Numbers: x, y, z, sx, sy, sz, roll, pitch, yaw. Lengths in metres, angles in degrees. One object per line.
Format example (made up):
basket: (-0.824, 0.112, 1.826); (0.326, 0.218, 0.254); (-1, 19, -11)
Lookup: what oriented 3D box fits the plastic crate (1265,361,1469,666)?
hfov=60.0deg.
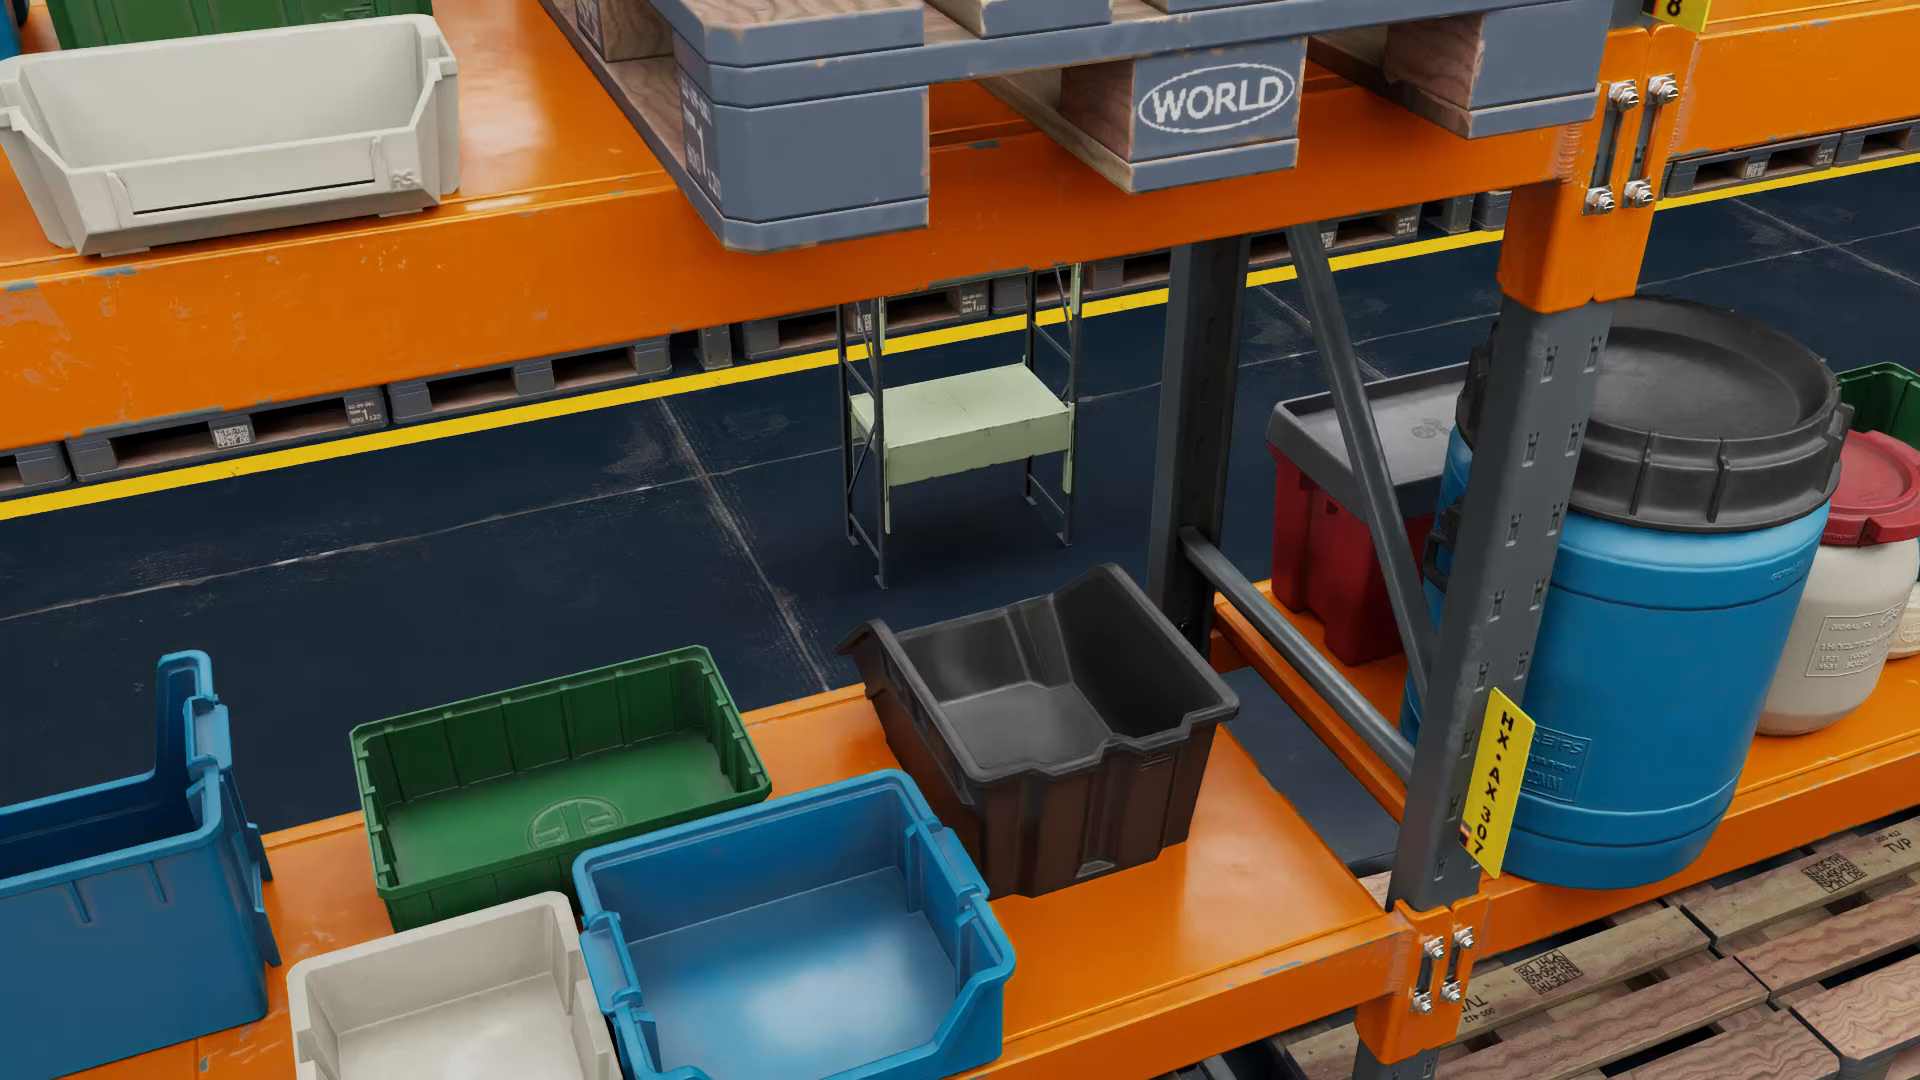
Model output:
plastic crate: (0.977, -0.056, 3.527); (0.583, 0.464, 0.402); (-13, 35, -19)

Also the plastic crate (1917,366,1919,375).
plastic crate: (2.728, -0.457, 4.144); (0.583, 0.464, 0.402); (-13, 35, -19)

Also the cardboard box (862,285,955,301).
cardboard box: (-0.326, -1.356, 7.720); (0.500, 0.250, 0.500); (-12, 35, -18)

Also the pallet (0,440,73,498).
pallet: (-4.265, -0.434, 6.723); (1.213, 0.211, 1.003); (-13, 35, -19)

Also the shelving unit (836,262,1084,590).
shelving unit: (-0.006, -0.627, 5.839); (0.755, 1.500, 0.431); (-13, 35, -19)

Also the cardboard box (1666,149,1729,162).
cardboard box: (3.898, -2.415, 9.100); (0.500, 0.500, 0.500); (-13, 35, -20)

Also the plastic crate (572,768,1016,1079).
plastic crate: (-0.267, 0.659, 2.623); (0.616, 0.251, 0.499); (-13, 35, -19)

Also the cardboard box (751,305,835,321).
cardboard box: (-0.798, -1.249, 7.555); (0.500, 0.250, 0.500); (-14, 35, -20)

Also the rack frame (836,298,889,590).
rack frame: (-0.344, -0.550, 5.720); (0.023, 1.500, 0.400); (-13, 35, -19)

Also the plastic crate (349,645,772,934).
plastic crate: (-0.712, 0.460, 2.987); (0.662, 0.188, 0.450); (-13, 35, -19)

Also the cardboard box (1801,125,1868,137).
cardboard box: (4.845, -2.636, 9.440); (0.500, 0.500, 0.500); (-12, 35, -18)

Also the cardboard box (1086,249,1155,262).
cardboard box: (0.620, -1.574, 8.055); (0.500, 0.250, 0.500); (-12, 35, -18)

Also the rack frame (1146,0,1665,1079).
rack frame: (0.649, 0.227, 3.151); (0.127, 3.000, 1.000); (-13, 35, -19)

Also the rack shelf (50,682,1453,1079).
rack shelf: (-1.195, 0.951, 2.698); (4.000, 0.370, 1.077); (-13, 35, -19)

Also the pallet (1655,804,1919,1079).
pallet: (2.484, 0.951, 4.595); (1.213, 0.211, 1.003); (-13, 35, -19)

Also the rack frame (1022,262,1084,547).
rack frame: (0.331, -0.704, 5.958); (0.023, 1.500, 0.400); (-13, 35, -19)

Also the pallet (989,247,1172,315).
pallet: (0.525, -1.531, 8.409); (1.213, 0.211, 1.003); (-13, 35, -19)

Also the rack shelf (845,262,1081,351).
rack shelf: (-0.006, -0.954, 5.626); (0.720, 0.370, 0.431); (-13, 35, -19)

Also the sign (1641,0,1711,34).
sign: (0.851, -0.755, 1.902); (0.005, 0.325, 0.100); (-13, 35, -19)

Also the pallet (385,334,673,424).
pallet: (-2.015, -0.949, 7.515); (1.213, 0.211, 1.003); (-13, 35, -19)

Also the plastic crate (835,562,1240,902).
plastic crate: (0.117, 0.299, 3.096); (0.504, 0.338, 0.767); (-13, 35, -19)

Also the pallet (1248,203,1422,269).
pallet: (1.649, -1.786, 8.802); (1.213, 0.211, 1.003); (-13, 35, -19)

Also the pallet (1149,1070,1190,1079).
pallet: (0.013, 1.516, 3.726); (1.213, 0.211, 1.003); (-13, 35, -19)

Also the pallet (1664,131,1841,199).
pallet: (4.249, -2.335, 9.645); (1.213, 0.211, 1.003); (-13, 35, -19)

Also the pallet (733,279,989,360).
pallet: (-0.601, -1.271, 8.010); (1.213, 0.211, 1.003); (-13, 35, -19)

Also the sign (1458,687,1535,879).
sign: (0.851, 0.390, 2.647); (0.005, 0.325, 0.100); (-13, 35, -19)

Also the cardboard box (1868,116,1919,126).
cardboard box: (5.308, -2.742, 9.602); (0.500, 0.500, 0.500); (-13, 35, -19)

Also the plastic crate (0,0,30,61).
plastic crate: (-1.398, -0.733, 1.891); (0.575, 0.384, 0.392); (-13, 35, -19)

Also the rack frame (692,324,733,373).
rack frame: (-1.265, -2.265, 6.980); (0.127, 3.000, 1.000); (-13, 35, -19)

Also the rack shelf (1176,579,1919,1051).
rack shelf: (2.493, 0.106, 3.996); (4.000, 0.370, 1.077); (-13, 35, -19)

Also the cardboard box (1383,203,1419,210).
cardboard box: (2.032, -1.899, 8.554); (0.500, 0.250, 0.500); (-12, 35, -18)

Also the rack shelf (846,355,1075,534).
rack shelf: (-0.006, -0.354, 6.017); (0.720, 0.370, 0.431); (-13, 35, -19)

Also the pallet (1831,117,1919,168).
pallet: (5.375, -2.594, 10.044); (1.213, 0.211, 1.003); (-13, 35, -19)

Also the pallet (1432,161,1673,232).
pallet: (3.126, -2.079, 9.252); (1.213, 0.211, 1.003); (-13, 35, -19)

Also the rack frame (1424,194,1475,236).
rack frame: (2.423, -3.109, 8.278); (0.127, 3.000, 1.000); (-13, 35, -19)

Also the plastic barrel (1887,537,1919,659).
plastic barrel: (1.928, 0.082, 3.500); (0.301, 0.262, 0.301); (0, 33, 0)

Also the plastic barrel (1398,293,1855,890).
plastic barrel: (1.122, 0.087, 2.906); (0.708, 0.901, 0.600); (-13, 35, -19)

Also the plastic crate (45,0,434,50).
plastic crate: (-0.912, -0.745, 2.089); (0.450, 0.188, 0.336); (-13, 35, -19)

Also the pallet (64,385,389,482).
pallet: (-3.142, -0.690, 7.116); (1.213, 0.211, 1.003); (-13, 35, -19)

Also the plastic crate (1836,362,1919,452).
plastic crate: (2.145, -0.194, 3.992); (0.662, 0.188, 0.450); (-13, 35, -19)

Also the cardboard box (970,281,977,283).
cardboard box: (0.151, -1.467, 7.890); (0.500, 0.250, 0.500); (-14, 36, -20)

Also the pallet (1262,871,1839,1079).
pallet: (1.358, 1.210, 4.196); (1.213, 0.211, 1.003); (-13, 35, -19)

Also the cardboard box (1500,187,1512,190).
cardboard box: (2.953, -2.198, 8.767); (0.500, 0.500, 0.500); (-11, 35, -17)

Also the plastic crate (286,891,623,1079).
plastic crate: (-0.750, 0.808, 2.500); (0.437, 0.136, 0.530); (-13, 35, -19)

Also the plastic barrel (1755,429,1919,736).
plastic barrel: (1.616, 0.078, 3.255); (0.433, 0.535, 0.433); (0, 33, 0)

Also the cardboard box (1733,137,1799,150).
cardboard box: (4.377, -2.528, 9.273); (0.500, 0.500, 0.500); (-14, 36, -21)

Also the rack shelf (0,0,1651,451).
rack shelf: (-1.195, -0.307, 1.880); (4.000, 0.370, 1.077); (-13, 35, -19)

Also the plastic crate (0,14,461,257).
plastic crate: (-0.675, -0.378, 1.572); (0.396, 0.136, 0.243); (-13, 35, -19)

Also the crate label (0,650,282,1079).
crate label: (-1.447, 0.532, 2.650); (0.616, 0.435, 0.502); (-13, 35, -19)

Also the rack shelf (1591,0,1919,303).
rack shelf: (2.493, -1.151, 3.178); (4.000, 0.370, 1.077); (-13, 35, -19)

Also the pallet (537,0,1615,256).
pallet: (0.021, -0.750, 2.075); (1.003, 0.211, 1.213); (-13, 35, -19)

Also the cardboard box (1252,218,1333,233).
cardboard box: (1.558, -1.788, 8.384); (0.500, 0.250, 0.500); (-13, 35, -19)
